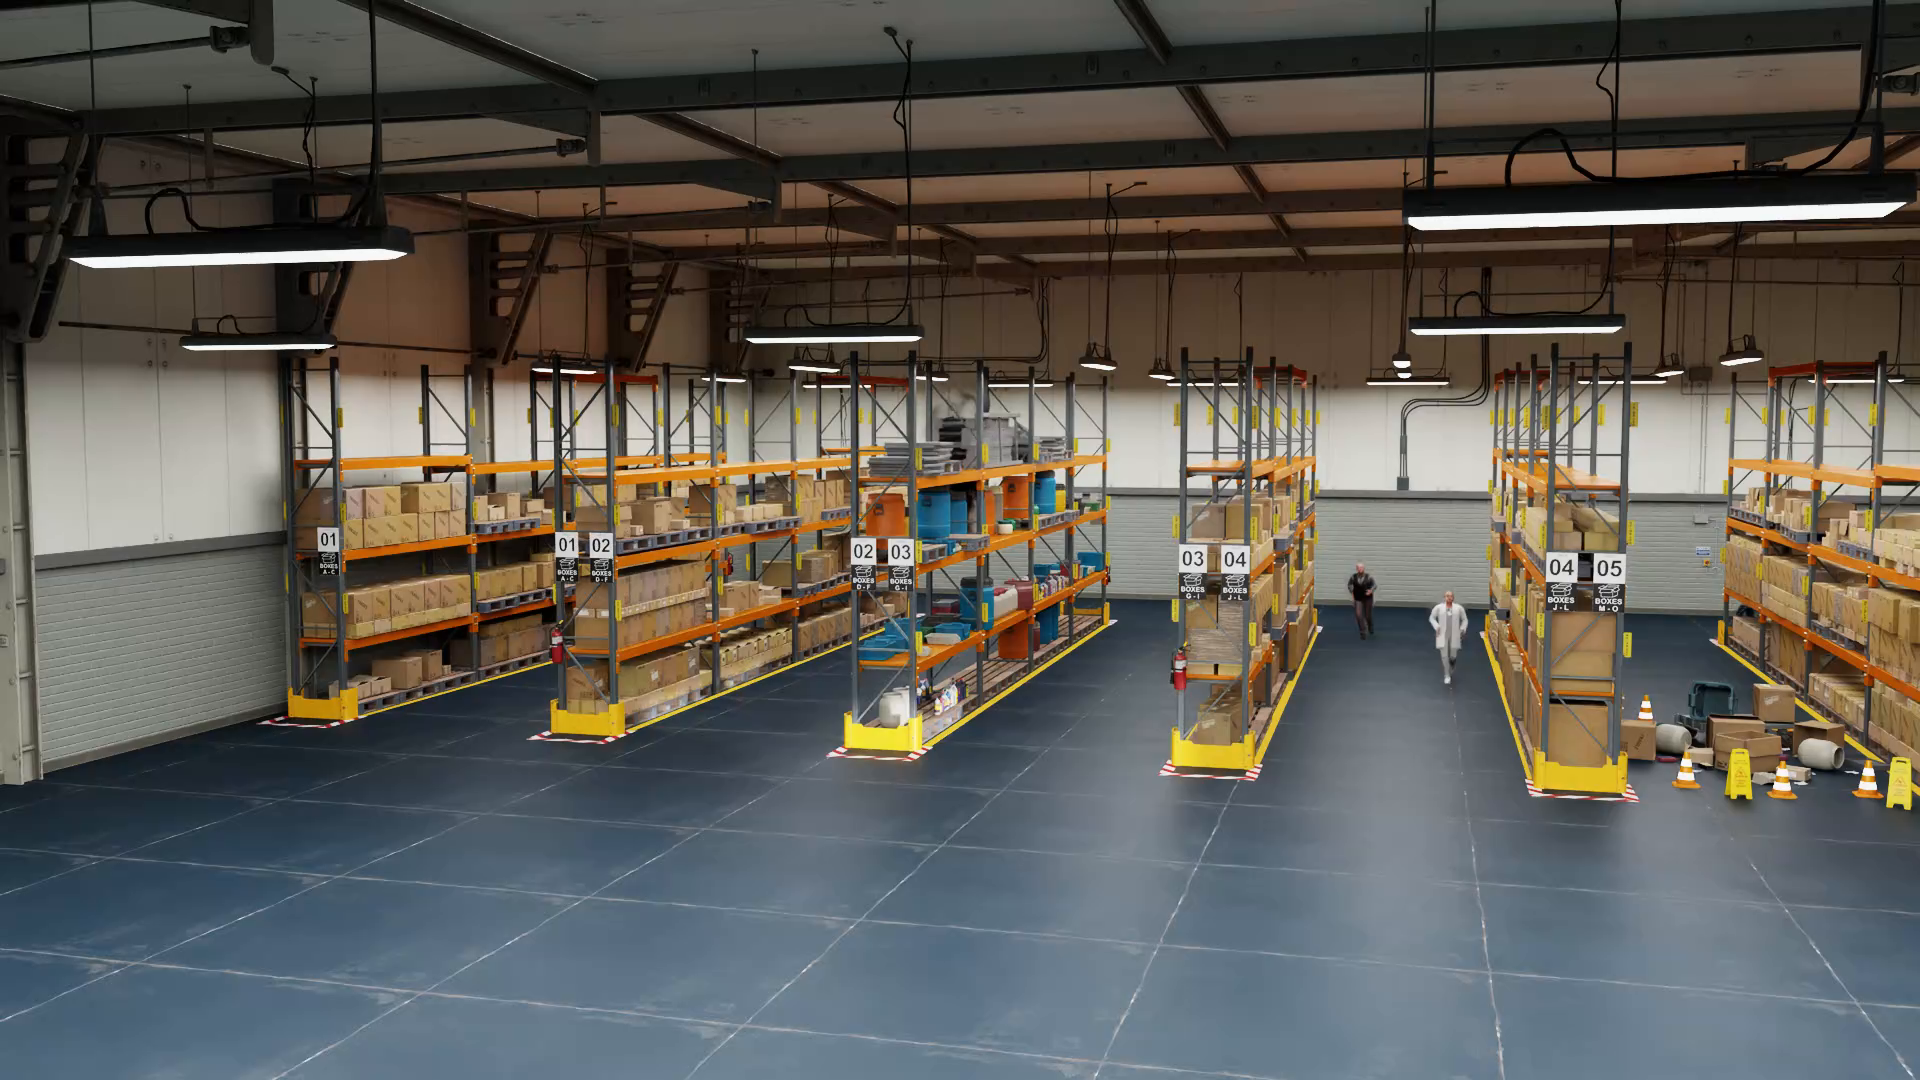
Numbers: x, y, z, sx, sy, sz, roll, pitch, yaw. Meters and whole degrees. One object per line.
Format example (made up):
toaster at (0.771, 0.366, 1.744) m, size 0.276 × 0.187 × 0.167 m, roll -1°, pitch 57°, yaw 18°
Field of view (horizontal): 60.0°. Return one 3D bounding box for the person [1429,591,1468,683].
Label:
person at (9.270, 1.828, 31.583) m, size 0.712 × 1.739 × 0.652 m, roll 1°, pitch 4°, yaw 15°

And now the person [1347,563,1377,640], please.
person at (9.168, 1.373, 37.916) m, size 0.681 × 1.709 × 0.830 m, roll 2°, pitch 5°, yaw 26°

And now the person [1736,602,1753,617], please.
person at (17.936, 1.447, 37.858) m, size 0.830 × 1.537 × 0.661 m, roll 3°, pitch 5°, yaw 31°
